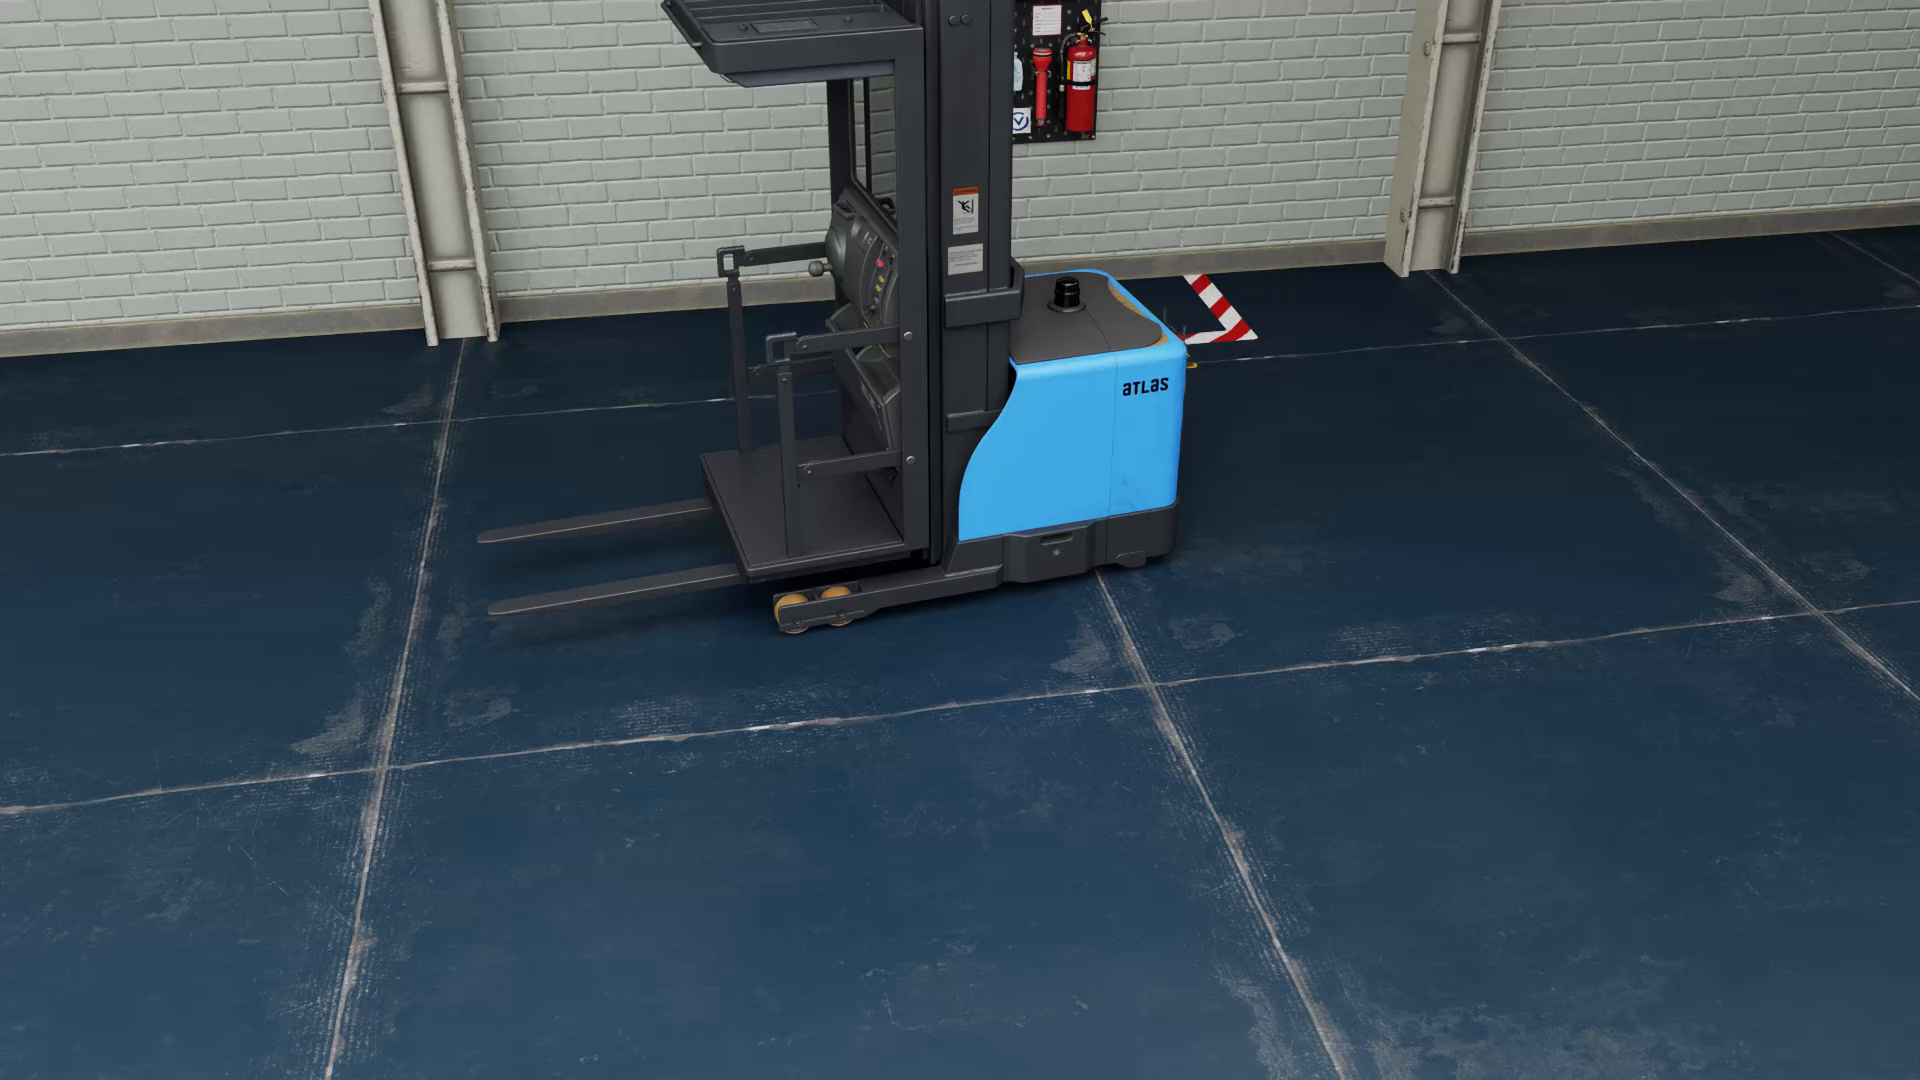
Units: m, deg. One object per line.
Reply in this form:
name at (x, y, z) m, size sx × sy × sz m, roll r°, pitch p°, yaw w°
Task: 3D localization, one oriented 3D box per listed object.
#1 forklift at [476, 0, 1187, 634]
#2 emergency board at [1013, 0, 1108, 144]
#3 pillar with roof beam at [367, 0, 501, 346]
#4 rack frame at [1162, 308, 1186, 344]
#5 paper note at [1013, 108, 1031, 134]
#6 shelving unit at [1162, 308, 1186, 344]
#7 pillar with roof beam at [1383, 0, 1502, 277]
forklift at (-0.592, -1.166, 6.841) m, size 3.031 × 2.935 × 1.130 m, roll -9°, pitch 32°, yaw -15°
emergency board at (0.538, -2.859, 9.652) m, size 0.643 × 1.169 × 0.194 m, roll -5°, pitch 31°, yaw -9°
pillar with roof beam at (-2.151, -2.957, 3.901) m, size 0.400 × 9.000 × 9.100 m, roll -5°, pitch 31°, yaw -9°
rack frame at (0.996, -0.647, 7.963) m, size 0.006 × 0.900 × 0.240 m, roll -9°, pitch 32°, yaw -15°
paper note at (0.351, -2.497, 9.907) m, size 0.142 × 0.148 × 0.016 m, roll -5°, pitch 31°, yaw -9°
shelving unit at (0.899, -0.632, 7.936) m, size 0.210 × 0.900 × 0.258 m, roll -9°, pitch 32°, yaw -15°
pillar with roof beam at (3.751, -3.505, 4.833) m, size 0.400 × 9.000 × 9.100 m, roll -5°, pitch 31°, yaw -9°
